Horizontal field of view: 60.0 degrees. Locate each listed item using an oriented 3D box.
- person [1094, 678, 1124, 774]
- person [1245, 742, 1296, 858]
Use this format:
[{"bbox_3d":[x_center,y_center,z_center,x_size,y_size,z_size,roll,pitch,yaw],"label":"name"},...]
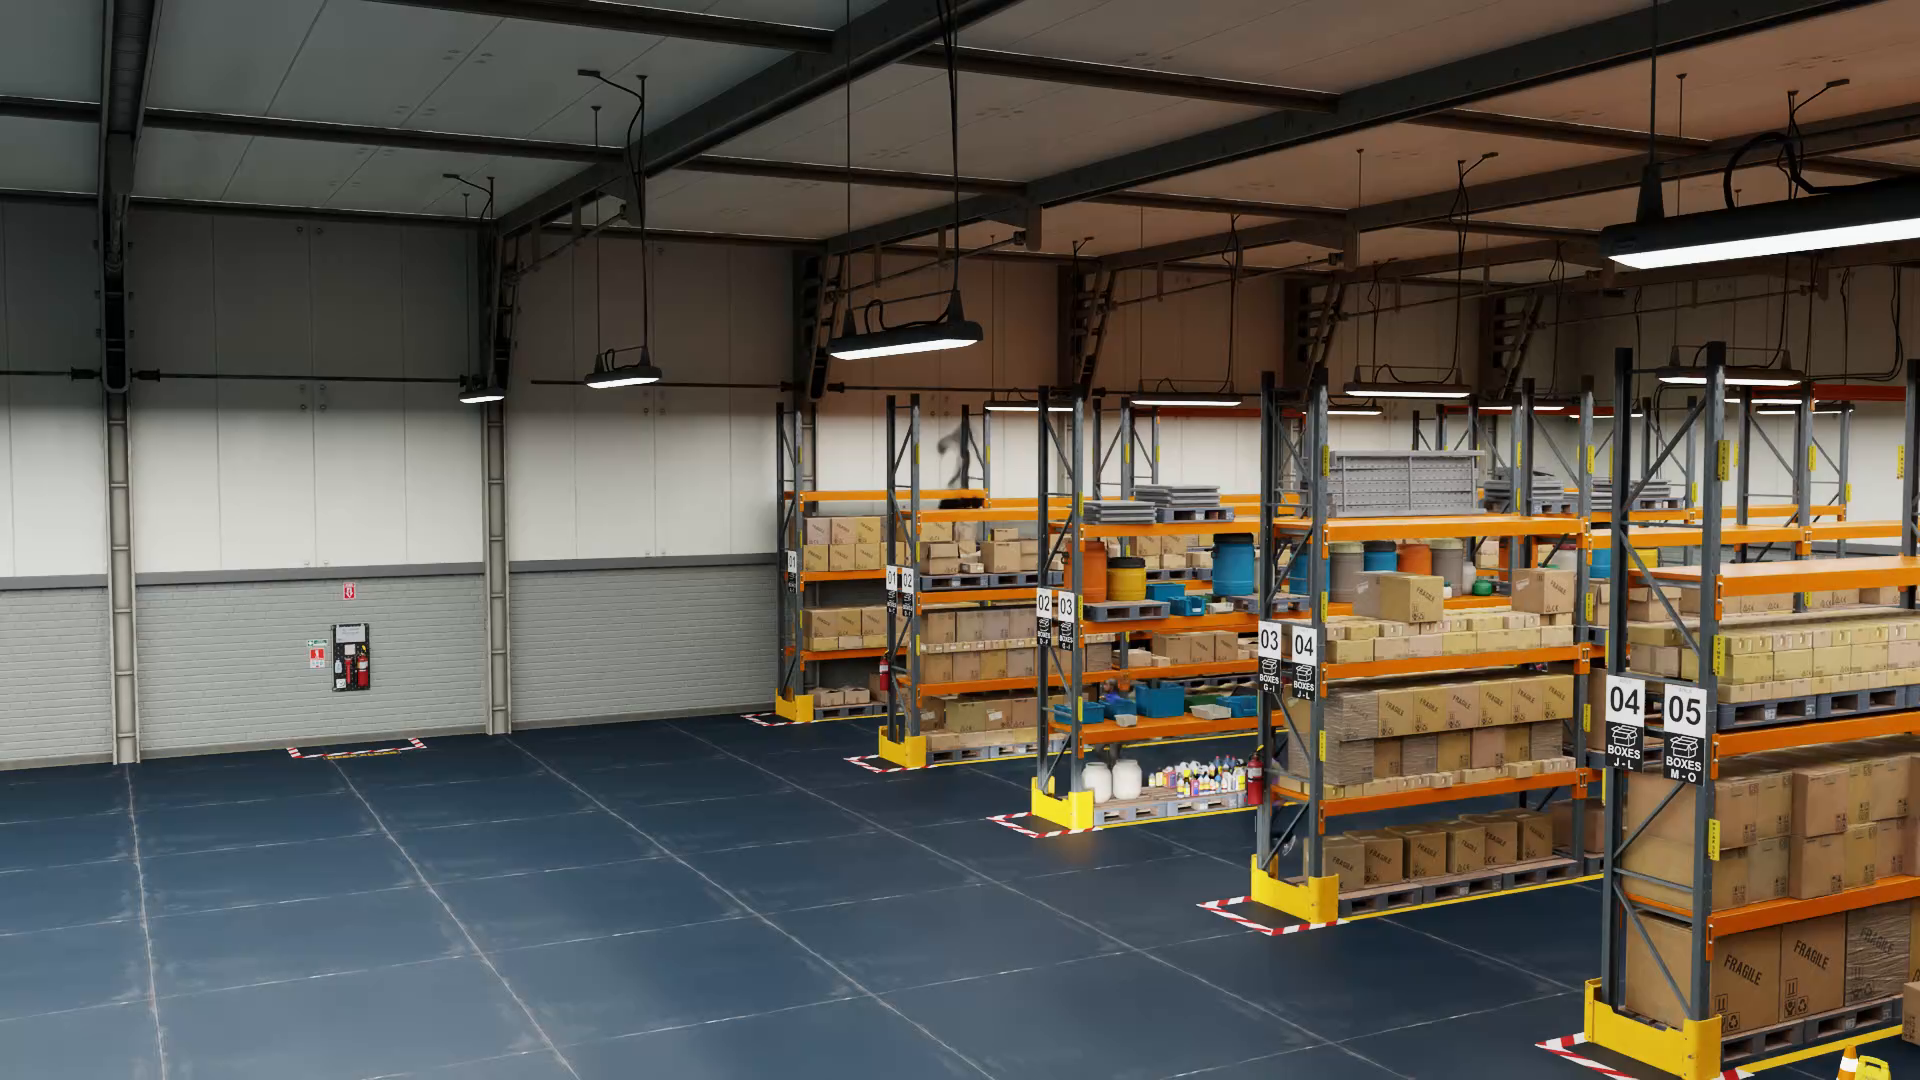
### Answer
[{"bbox_3d":[2.291,2.916,25.323,0.632,1.634,0.554,-1,3,-20],"label":"person"},{"bbox_3d":[3.838,3.235,20.442,0.602,1.562,0.547,-1,3,-22],"label":"person"}]
